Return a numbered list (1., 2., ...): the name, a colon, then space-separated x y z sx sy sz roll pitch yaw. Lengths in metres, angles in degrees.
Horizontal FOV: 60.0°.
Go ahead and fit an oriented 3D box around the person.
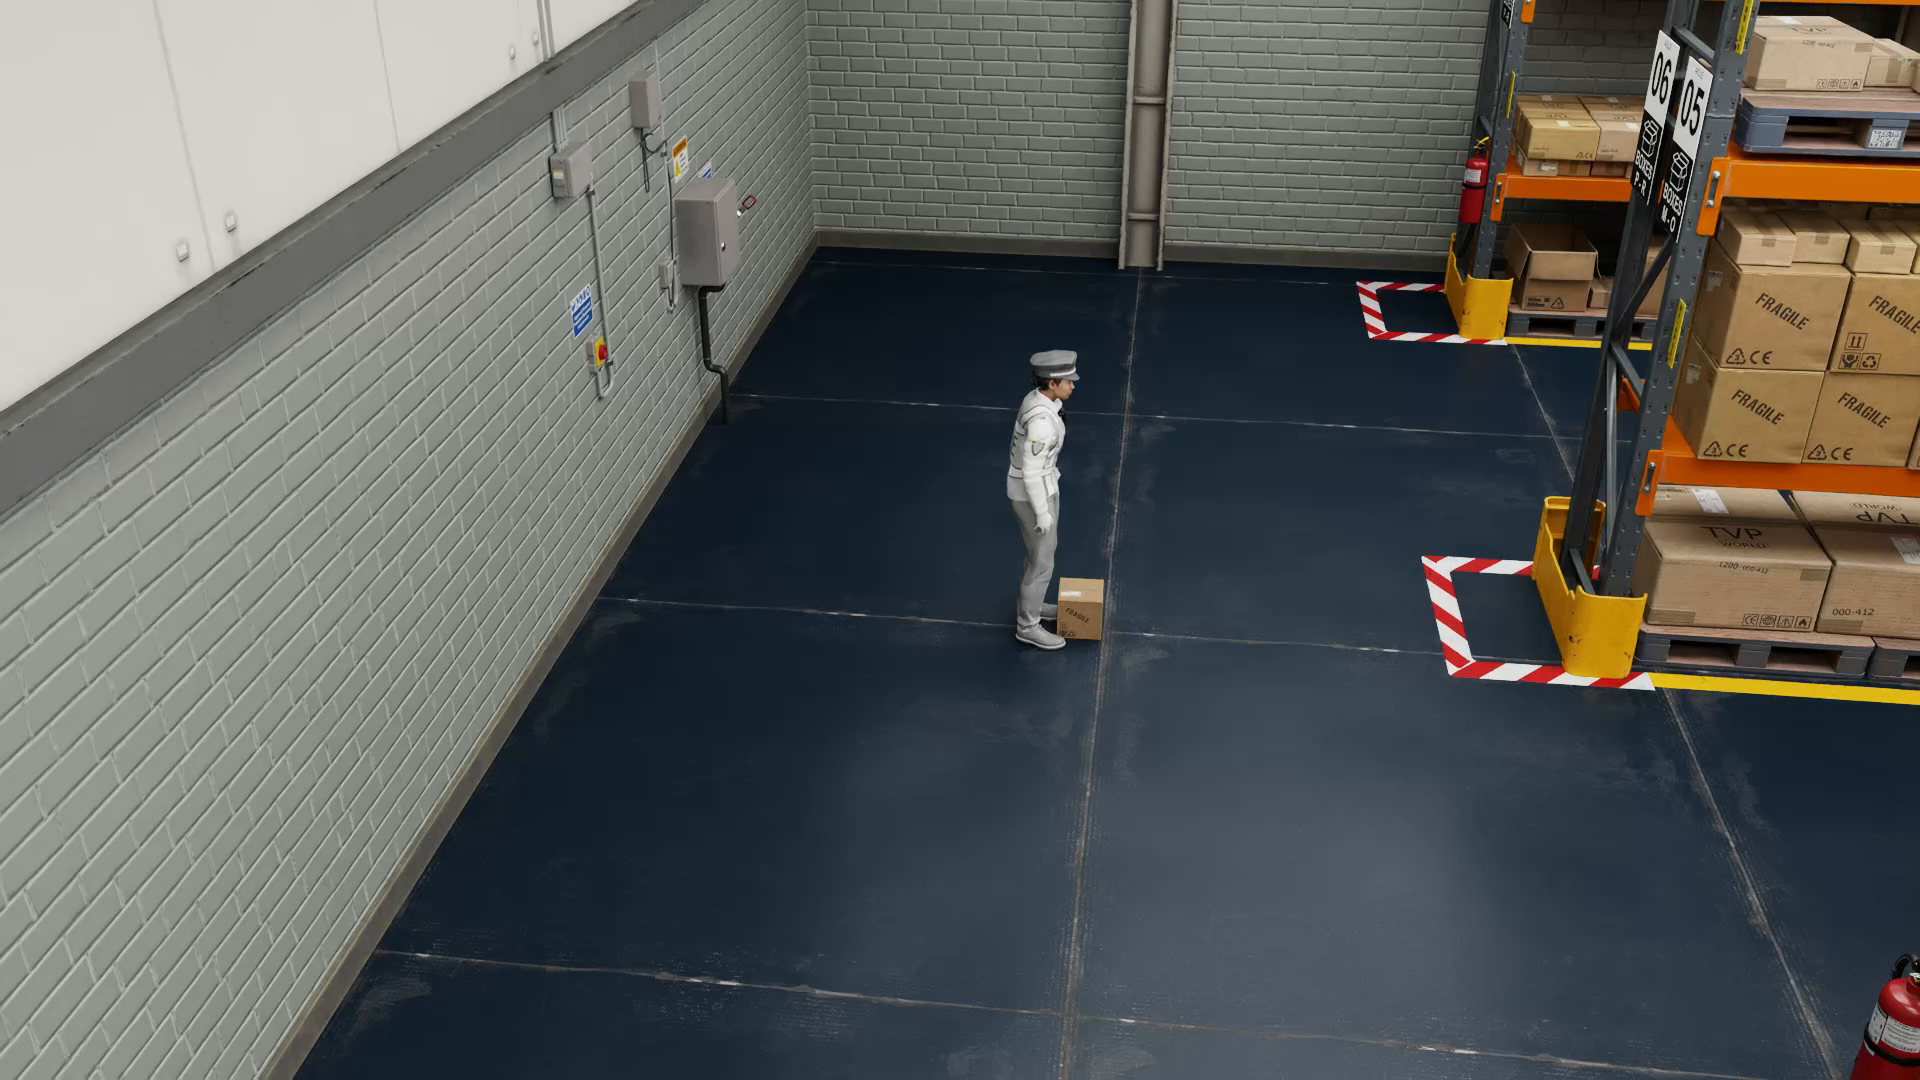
1. person: 0.440 -0.241 9.062 0.372 1.663 0.530 4 29 7
